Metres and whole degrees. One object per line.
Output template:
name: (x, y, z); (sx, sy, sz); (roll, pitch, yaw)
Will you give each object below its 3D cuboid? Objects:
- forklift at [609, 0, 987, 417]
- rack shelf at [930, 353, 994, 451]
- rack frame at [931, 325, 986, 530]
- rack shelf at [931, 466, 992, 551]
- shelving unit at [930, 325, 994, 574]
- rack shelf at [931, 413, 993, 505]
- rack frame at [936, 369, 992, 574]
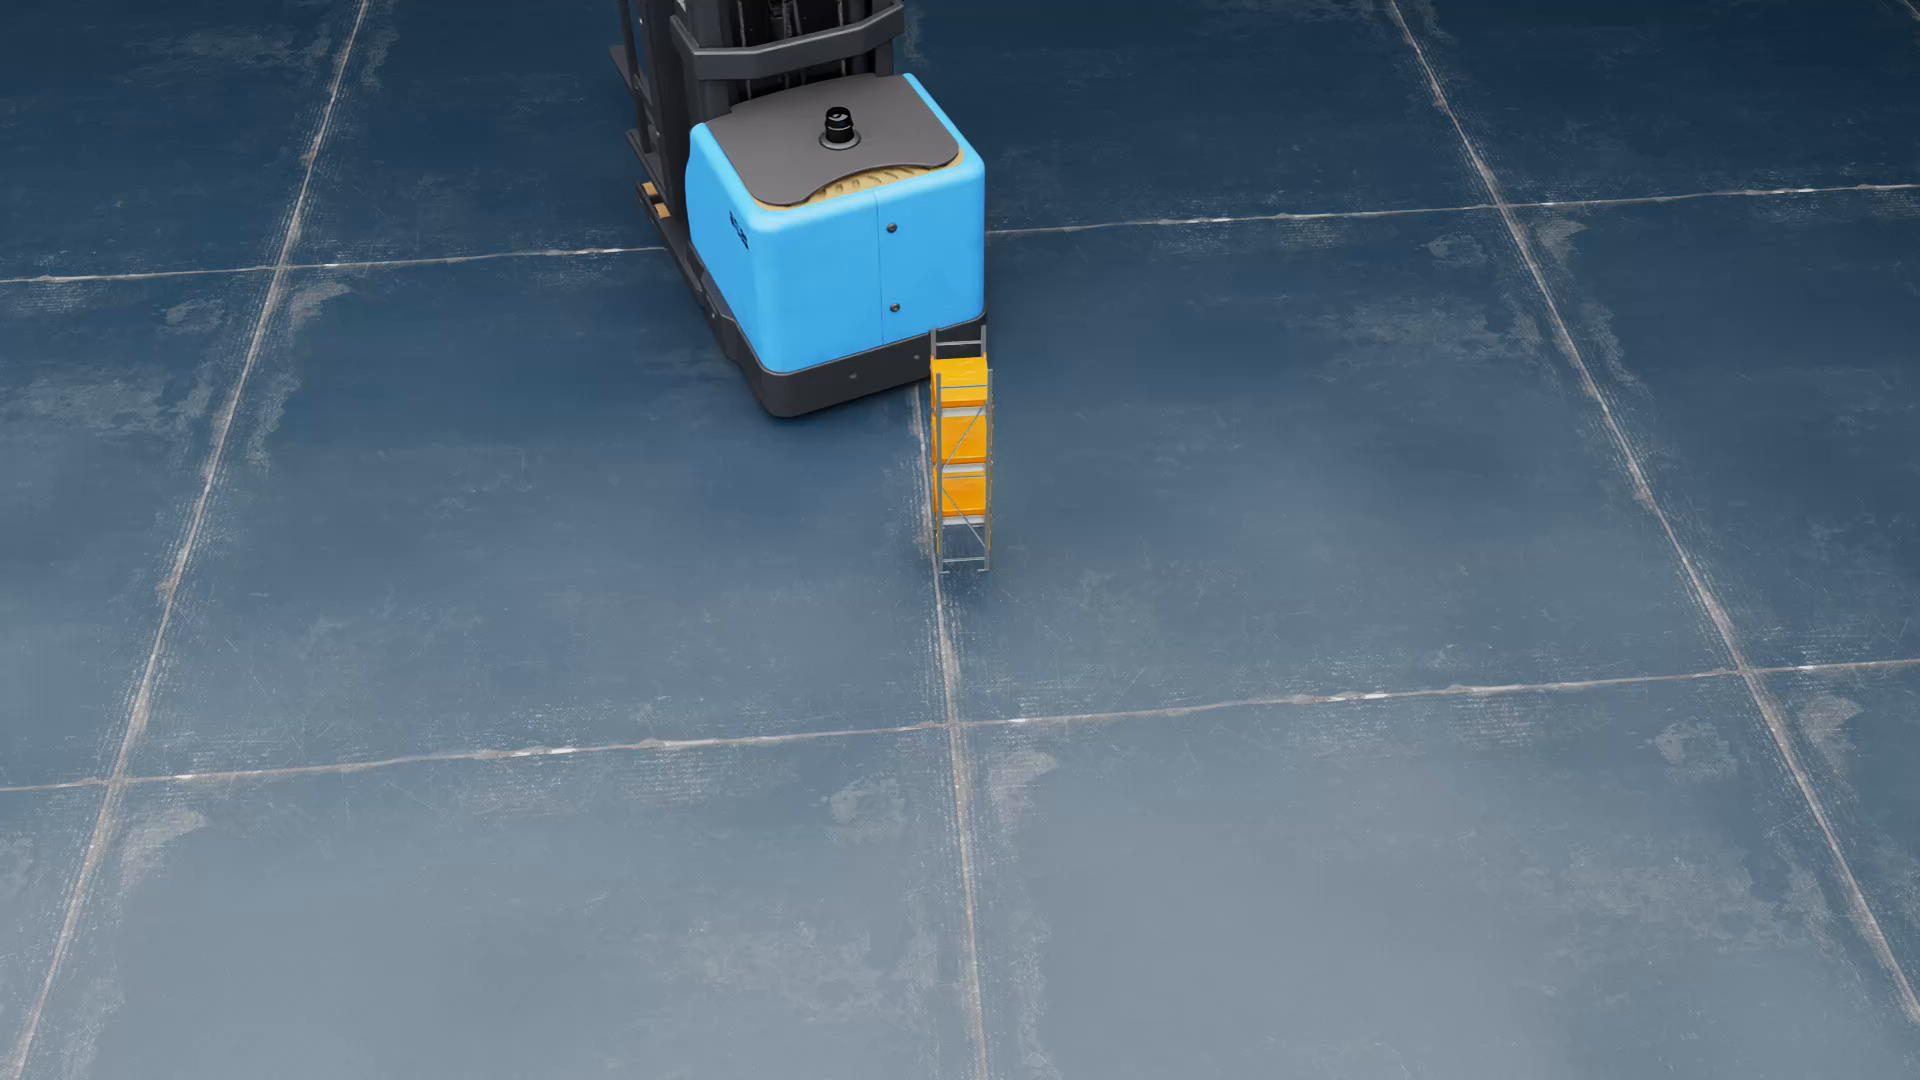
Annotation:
forklift: (-0.954, -2.618, 7.211); (1.130, 2.935, 3.031); (-18, 49, -17)
rack shelf: (0.004, -0.510, 6.134); (0.215, 0.259, 0.240); (-3, 47, -3)
rack frame: (-0.006, -0.411, 6.416); (0.200, 1.050, 0.008); (-3, 47, -3)
rack shelf: (0.004, -0.124, 6.542); (0.215, 0.259, 0.240); (-3, 47, -3)
shelving unit: (0.004, -0.322, 6.332); (0.215, 1.050, 0.252); (-3, 47, -3)
rack shelf: (0.004, -0.315, 6.340); (0.215, 0.259, 0.240); (-3, 47, -3)
rack frame: (0.015, -0.234, 6.249); (0.200, 1.050, 0.008); (-3, 47, -3)
